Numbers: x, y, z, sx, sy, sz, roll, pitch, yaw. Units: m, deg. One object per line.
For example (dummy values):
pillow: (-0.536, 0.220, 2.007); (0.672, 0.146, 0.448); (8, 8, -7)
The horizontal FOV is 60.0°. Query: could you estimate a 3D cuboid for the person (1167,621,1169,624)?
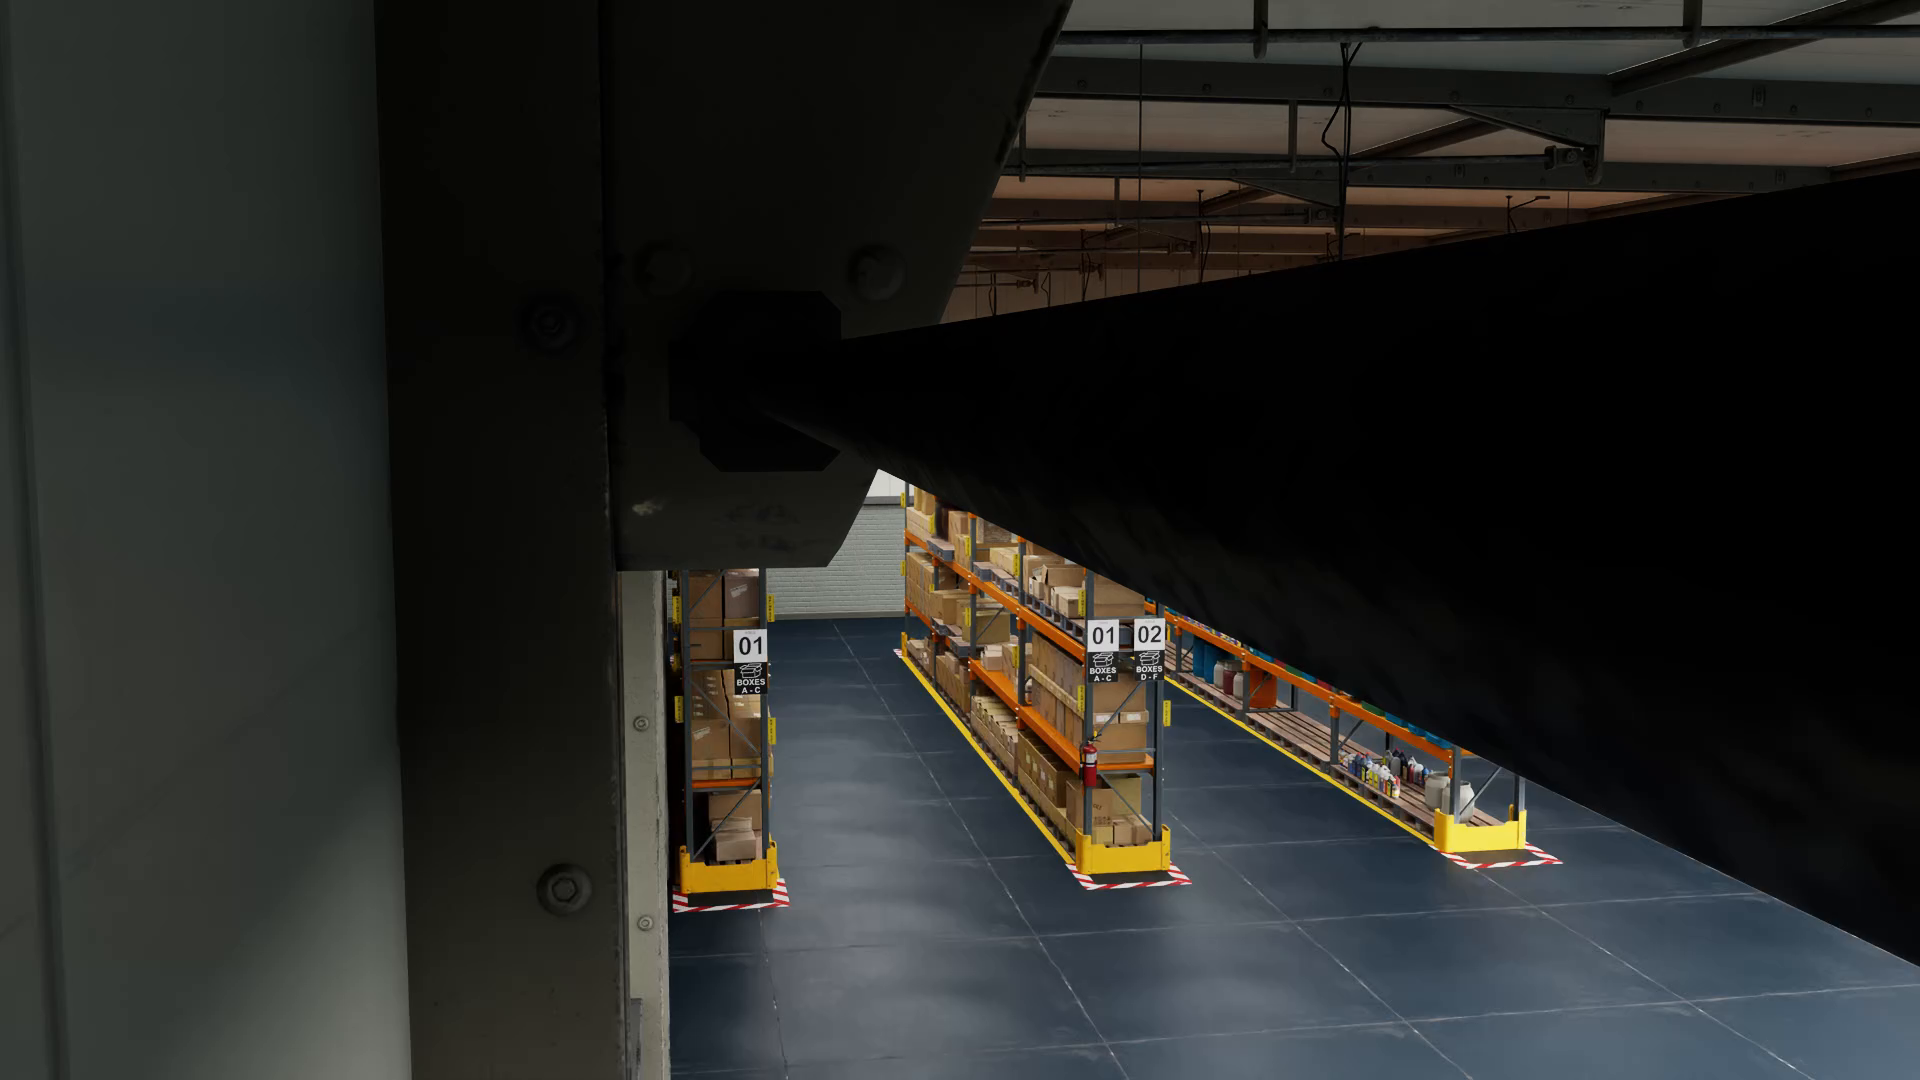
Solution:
person: (4.685, 1.501, 38.596); (0.815, 1.683, 0.650); (4, 7, 34)
